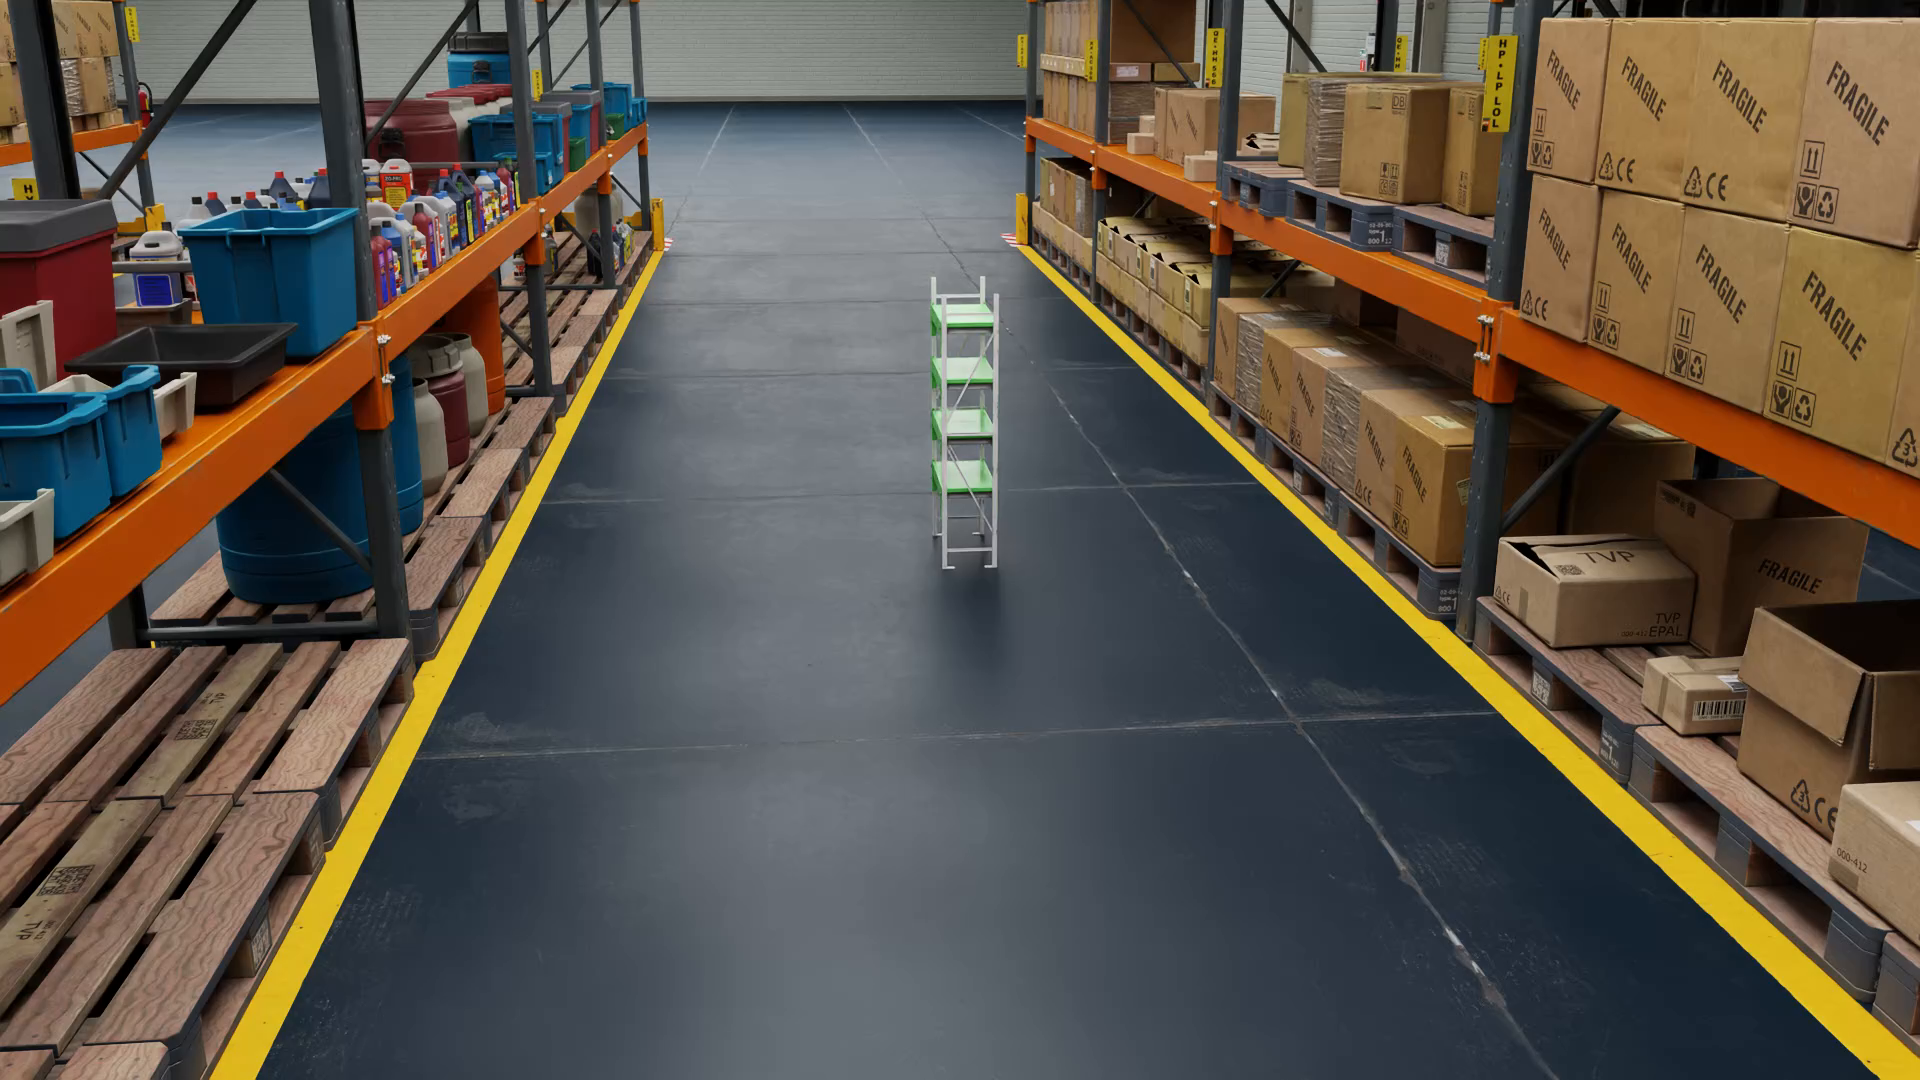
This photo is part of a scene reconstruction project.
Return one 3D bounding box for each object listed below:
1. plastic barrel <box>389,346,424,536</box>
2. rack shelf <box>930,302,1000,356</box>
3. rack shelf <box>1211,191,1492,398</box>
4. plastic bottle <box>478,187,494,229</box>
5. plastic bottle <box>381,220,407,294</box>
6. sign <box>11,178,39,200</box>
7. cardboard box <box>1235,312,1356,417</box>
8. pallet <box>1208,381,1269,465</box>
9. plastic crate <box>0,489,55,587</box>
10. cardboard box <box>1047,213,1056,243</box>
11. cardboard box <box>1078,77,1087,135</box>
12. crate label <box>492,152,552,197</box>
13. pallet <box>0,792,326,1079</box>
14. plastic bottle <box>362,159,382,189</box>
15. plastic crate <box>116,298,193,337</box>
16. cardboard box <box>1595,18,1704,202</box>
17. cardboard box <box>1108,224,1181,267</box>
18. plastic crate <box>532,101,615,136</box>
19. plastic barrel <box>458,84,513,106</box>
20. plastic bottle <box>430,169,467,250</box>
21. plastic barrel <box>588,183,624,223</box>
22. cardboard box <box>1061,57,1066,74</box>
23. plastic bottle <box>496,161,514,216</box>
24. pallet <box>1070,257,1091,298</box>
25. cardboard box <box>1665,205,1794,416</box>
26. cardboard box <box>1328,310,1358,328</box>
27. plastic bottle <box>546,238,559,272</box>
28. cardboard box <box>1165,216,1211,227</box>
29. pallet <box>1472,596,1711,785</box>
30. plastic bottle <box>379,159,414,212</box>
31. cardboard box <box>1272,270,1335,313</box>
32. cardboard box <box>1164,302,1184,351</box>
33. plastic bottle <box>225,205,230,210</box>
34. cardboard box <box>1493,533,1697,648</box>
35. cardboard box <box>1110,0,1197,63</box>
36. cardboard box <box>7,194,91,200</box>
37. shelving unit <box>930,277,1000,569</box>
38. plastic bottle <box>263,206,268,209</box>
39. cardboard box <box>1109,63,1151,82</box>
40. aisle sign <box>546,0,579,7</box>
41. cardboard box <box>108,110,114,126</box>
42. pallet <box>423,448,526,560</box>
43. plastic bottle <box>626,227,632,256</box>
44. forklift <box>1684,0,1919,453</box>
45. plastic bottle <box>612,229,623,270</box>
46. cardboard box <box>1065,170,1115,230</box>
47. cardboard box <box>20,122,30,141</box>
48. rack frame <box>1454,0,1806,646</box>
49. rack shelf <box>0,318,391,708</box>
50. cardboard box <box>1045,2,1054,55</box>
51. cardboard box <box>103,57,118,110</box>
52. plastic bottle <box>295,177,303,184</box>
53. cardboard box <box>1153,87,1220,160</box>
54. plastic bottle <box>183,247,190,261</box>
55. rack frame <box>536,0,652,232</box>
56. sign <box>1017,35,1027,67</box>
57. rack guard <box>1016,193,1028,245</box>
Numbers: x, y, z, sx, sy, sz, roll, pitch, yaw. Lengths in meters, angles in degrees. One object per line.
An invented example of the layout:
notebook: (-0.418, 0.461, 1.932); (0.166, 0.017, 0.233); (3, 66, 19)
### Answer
plastic barrel: (-2.603, -0.480, 7.001); (0.600, 0.901, 0.708); (-2, 18, -6)
rack shelf: (0.017, -0.920, 7.216); (0.258, 0.148, 0.480); (-2, 18, -6)
rack shelf: (2.231, -1.312, 8.049); (1.077, 0.370, 4.000); (-2, 18, -6)
plastic bottle: (-2.369, -1.648, 8.251); (0.097, 0.201, 0.097); (0, 17, 0)
plastic bottle: (-2.158, -1.071, 6.295); (0.097, 0.271, 0.097); (0, 17, 0)
sign: (-3.038, -1.023, 5.466); (0.100, 0.325, 0.005); (-2, 18, -6)
cardboard box: (1.847, -0.968, 9.192); (0.500, 0.500, 0.500); (-2, 18, -8)
pallet: (2.064, -0.697, 9.545); (1.003, 0.211, 1.213); (-2, 18, -6)
plastic crate: (-1.797, -0.002, 3.017); (0.250, 0.136, 0.298); (-2, 18, -6)
cardboard box: (1.140, -3.059, 16.301); (0.500, 0.250, 0.500); (-2, 18, -6)
cardboard box: (1.451, -3.929, 15.017); (0.700, 0.500, 0.500); (-2, 17, -5)
crate label: (-2.574, -2.156, 9.817); (0.303, 0.233, 0.416); (-2, 18, -6)
pallet: (-2.247, 1.005, 4.123); (1.003, 0.211, 1.213); (-2, 18, -6)
plastic bottle: (-3.180, -1.901, 8.932); (0.152, 0.276, 0.135); (-2, 18, -6)
plastic crate: (-2.585, -0.667, 5.134); (0.396, 0.136, 0.243); (-2, 18, -6)
cardboard box: (2.259, -1.281, 4.914); (0.500, 0.500, 0.500); (-2, 18, -7)
cardboard box: (1.453, -2.319, 13.008); (0.500, 0.311, 0.500); (-2, 18, -6)
plastic crate: (-3.243, -3.421, 13.670); (0.767, 0.338, 0.504); (-2, 18, -6)
plastic barrel: (-3.435, -3.064, 12.202); (0.433, 0.535, 0.433); (0, 17, 0)
plastic bottle: (-2.311, -1.484, 7.479); (0.144, 0.351, 0.185); (-2, 18, -6)
plastic barrel: (-3.584, -3.302, 16.640); (0.421, 0.512, 0.421); (0, 17, 0)
cardboard box: (1.160, -4.484, 15.704); (0.380, 0.149, 0.250); (-2, 18, -6)
plastic bottle: (-2.413, -1.867, 8.812); (0.061, 0.283, 0.133); (-2, 18, -6)
pallet: (1.571, -2.351, 14.812); (1.003, 0.211, 1.213); (-2, 18, -6)
cardboard box: (2.324, -0.645, 4.557); (0.500, 0.500, 0.500); (-2, 18, -6)
cardboard box: (2.354, -0.997, 9.283); (0.500, 0.500, 0.500); (-1, 17, -3)
plastic bottle: (-3.544, -2.453, 14.297); (0.152, 0.276, 0.135); (-2, 18, -6)
cardboard box: (1.939, -2.487, 13.544); (0.500, 0.311, 0.500); (-2, 18, -6)
pallet: (2.507, 0.476, 5.809); (1.003, 0.211, 1.213); (-2, 18, -6)
plastic bottle: (-3.029, -1.906, 8.947); (0.152, 0.276, 0.135); (-2, 18, -6)
cardboard box: (2.262, -1.572, 10.630); (0.500, 0.311, 0.500); (-1, 17, -4)
cardboard box: (1.671, -1.442, 11.152); (0.500, 0.250, 0.500); (-2, 18, -6)
plastic bottle: (-2.942, -1.215, 6.746); (0.152, 0.276, 0.135); (-2, 18, -6)
cardboard box: (2.265, 0.145, 5.961); (0.500, 0.311, 0.500); (-2, 18, -6)
cardboard box: (1.560, -4.241, 13.847); (0.700, 0.500, 0.500); (-2, 18, -5)
cardboard box: (-8.511, -2.974, 15.613); (0.500, 0.500, 0.500); (3, 18, 9)
shelving unit: (0.017, -0.523, 7.340); (0.258, 1.200, 0.503); (-2, 18, -6)
plastic bottle: (-2.820, -1.222, 6.776); (0.097, 0.271, 0.097); (0, 17, 0)
cardboard box: (1.371, -3.874, 13.760); (0.380, 0.149, 0.250); (-2, 18, -6)
aisle sign: (-4.027, -5.735, 16.598); (0.394, 0.787, 0.004); (-2, 18, -6)
cardboard box: (-8.395, -4.057, 16.010); (0.380, 0.149, 0.250); (-2, 18, -6)
pallet: (-2.658, -0.172, 7.874); (1.003, 0.211, 1.213); (-2, 18, -6)
plastic bottle: (-3.090, -2.742, 15.216); (0.152, 0.276, 0.135); (-2, 18, -7)
forklift: (4.865, -2.180, 9.729); (3.031, 2.935, 1.130); (-15, 23, -39)
plastic bottle: (-2.986, -2.490, 14.289); (0.144, 0.351, 0.185); (-1, 17, -4)
cardboard box: (1.251, -3.119, 15.240); (0.500, 0.500, 0.500); (-2, 18, -6)
cardboard box: (-8.118, -3.463, 14.119); (0.380, 0.149, 0.250); (-2, 18, -6)
rack frame: (2.437, -1.059, 6.043); (1.000, 3.000, 0.127); (-2, 18, -6)
rack shelf: (-2.284, 0.032, 3.769); (1.077, 0.370, 4.000); (-2, 18, -6)
cardboard box: (1.240, -5.146, 16.728); (0.700, 0.500, 0.500); (-2, 18, -5)
cardboard box: (-8.625, -4.354, 15.876); (0.875, 0.500, 0.500); (-2, 18, -6)
plastic bottle: (-3.106, -1.559, 7.829); (0.061, 0.283, 0.133); (-2, 18, -6)
cardboard box: (1.729, -3.104, 12.390); (0.500, 0.500, 0.500); (-1, 17, -2)
plastic bottle: (-2.845, -0.995, 6.171); (0.097, 0.201, 0.097); (0, 17, 0)
rack frame: (-3.728, -4.483, 16.947); (1.000, 3.000, 0.127); (-2, 18, -6)
sign: (0.647, -5.070, 17.241); (0.100, 0.325, 0.005); (-2, 18, -6)
rack guard: (1.197, -3.449, 17.829); (1.175, 0.500, 0.348); (-2, 18, -6)
